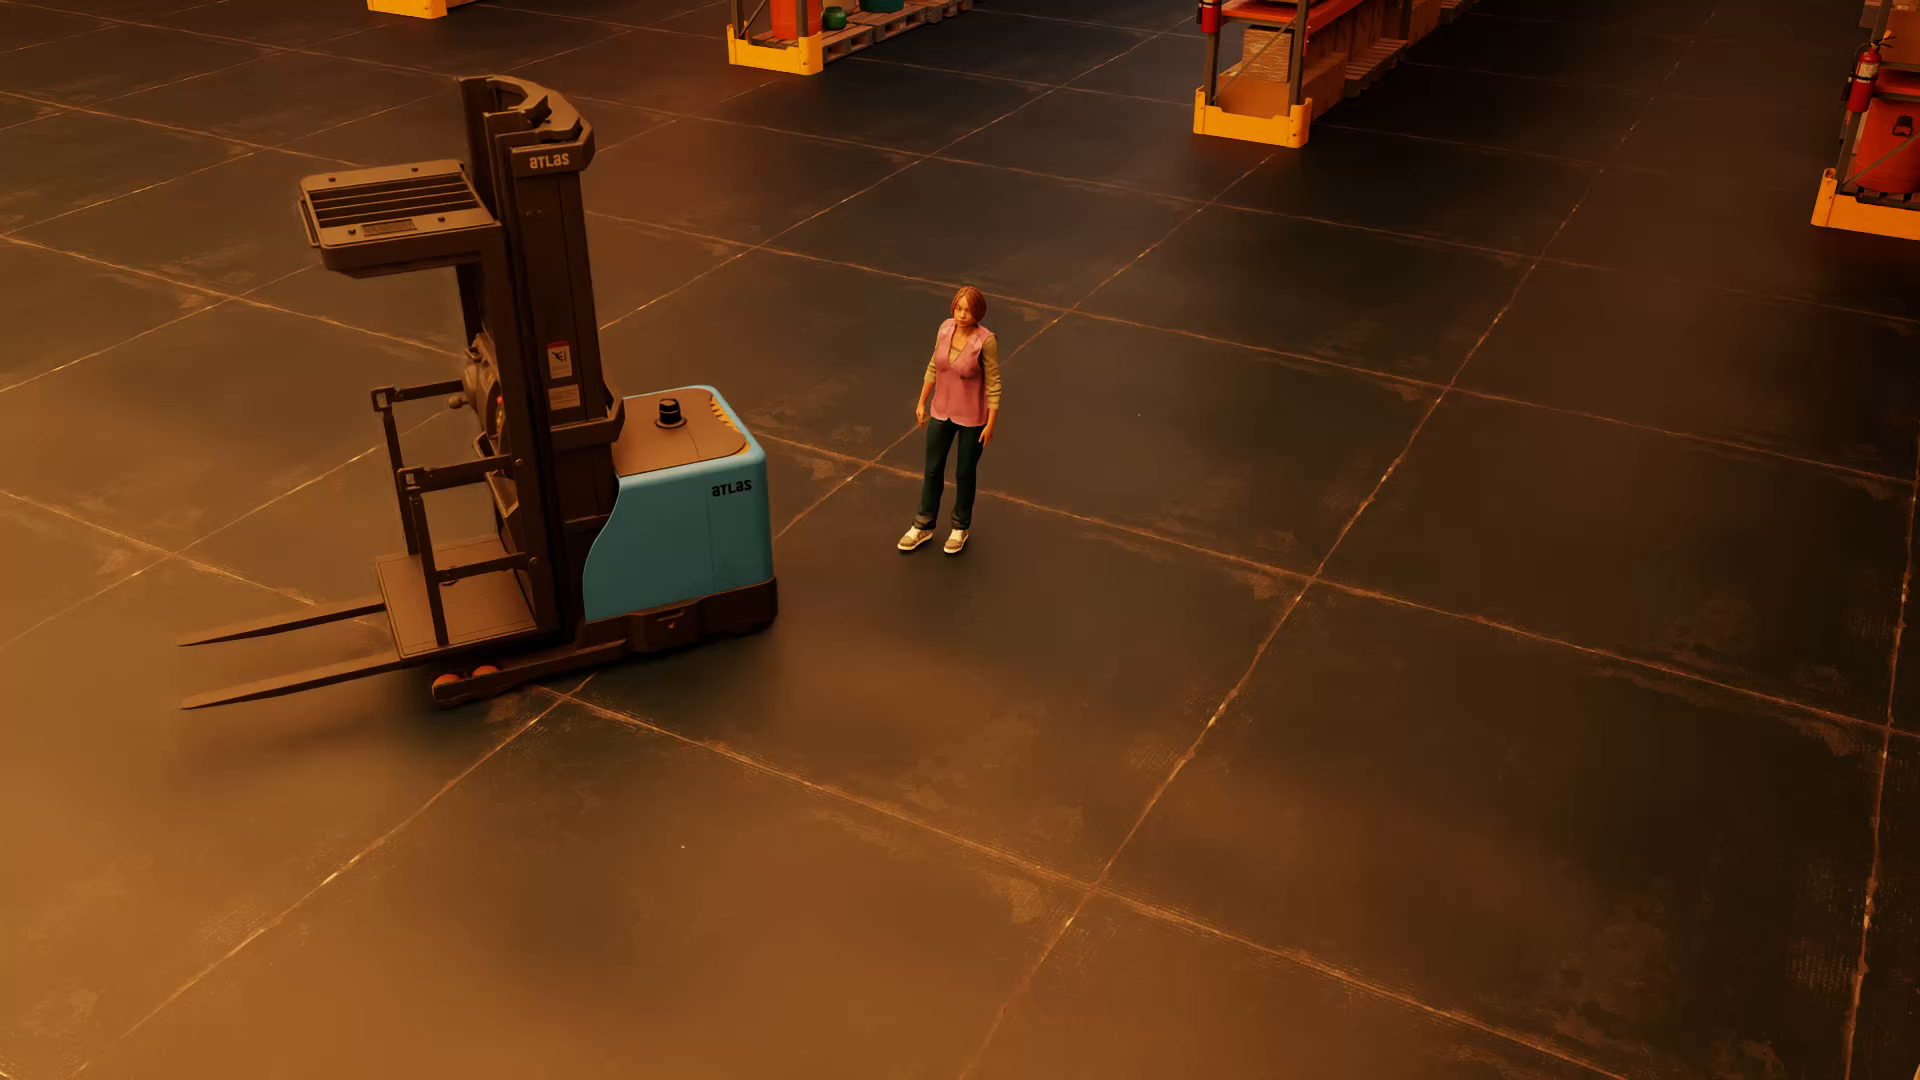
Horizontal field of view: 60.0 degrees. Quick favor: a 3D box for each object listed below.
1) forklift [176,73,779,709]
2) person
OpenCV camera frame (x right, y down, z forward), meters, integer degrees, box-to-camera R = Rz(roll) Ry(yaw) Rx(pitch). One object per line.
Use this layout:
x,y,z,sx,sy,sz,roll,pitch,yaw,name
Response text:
-2.564,-0.714,8.308,3.031,2.935,1.130,-13,32,-21,forklift
-0.048,-0.668,9.549,0.521,1.599,0.473,15,33,25,person
